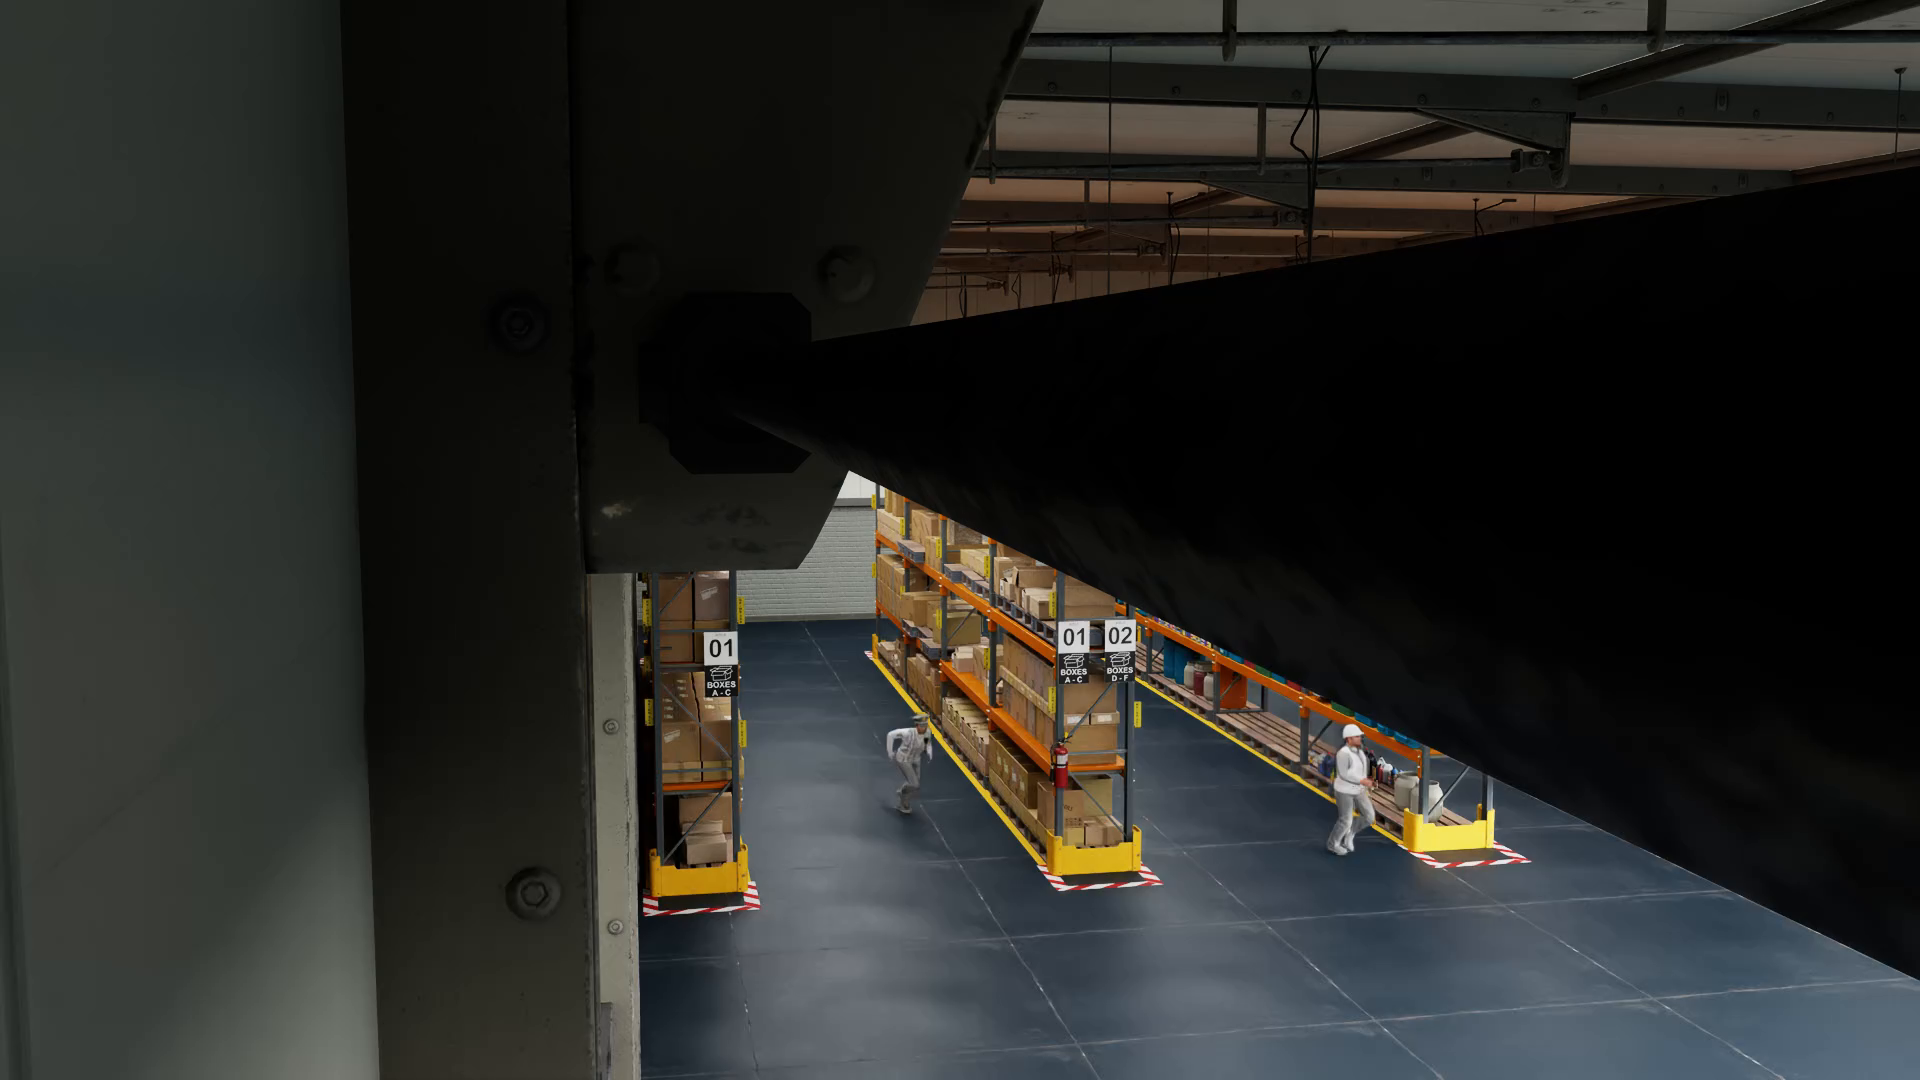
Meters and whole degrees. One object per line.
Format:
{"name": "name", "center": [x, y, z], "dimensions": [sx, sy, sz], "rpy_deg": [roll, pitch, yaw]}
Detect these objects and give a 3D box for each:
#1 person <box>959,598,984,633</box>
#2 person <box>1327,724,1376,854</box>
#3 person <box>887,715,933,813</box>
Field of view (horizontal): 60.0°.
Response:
{"name": "person", "center": [0.316, 1.704, 37.017], "dimensions": [0.687, 1.728, 0.767], "rpy_deg": [-5, 8, -40]}
{"name": "person", "center": [5.110, 3.242, 21.584], "dimensions": [0.720, 1.728, 0.633], "rpy_deg": [6, 8, 45]}
{"name": "person", "center": [-0.710, 3.178, 23.517], "dimensions": [0.645, 1.496, 0.816], "rpy_deg": [-4, 7, -35]}
